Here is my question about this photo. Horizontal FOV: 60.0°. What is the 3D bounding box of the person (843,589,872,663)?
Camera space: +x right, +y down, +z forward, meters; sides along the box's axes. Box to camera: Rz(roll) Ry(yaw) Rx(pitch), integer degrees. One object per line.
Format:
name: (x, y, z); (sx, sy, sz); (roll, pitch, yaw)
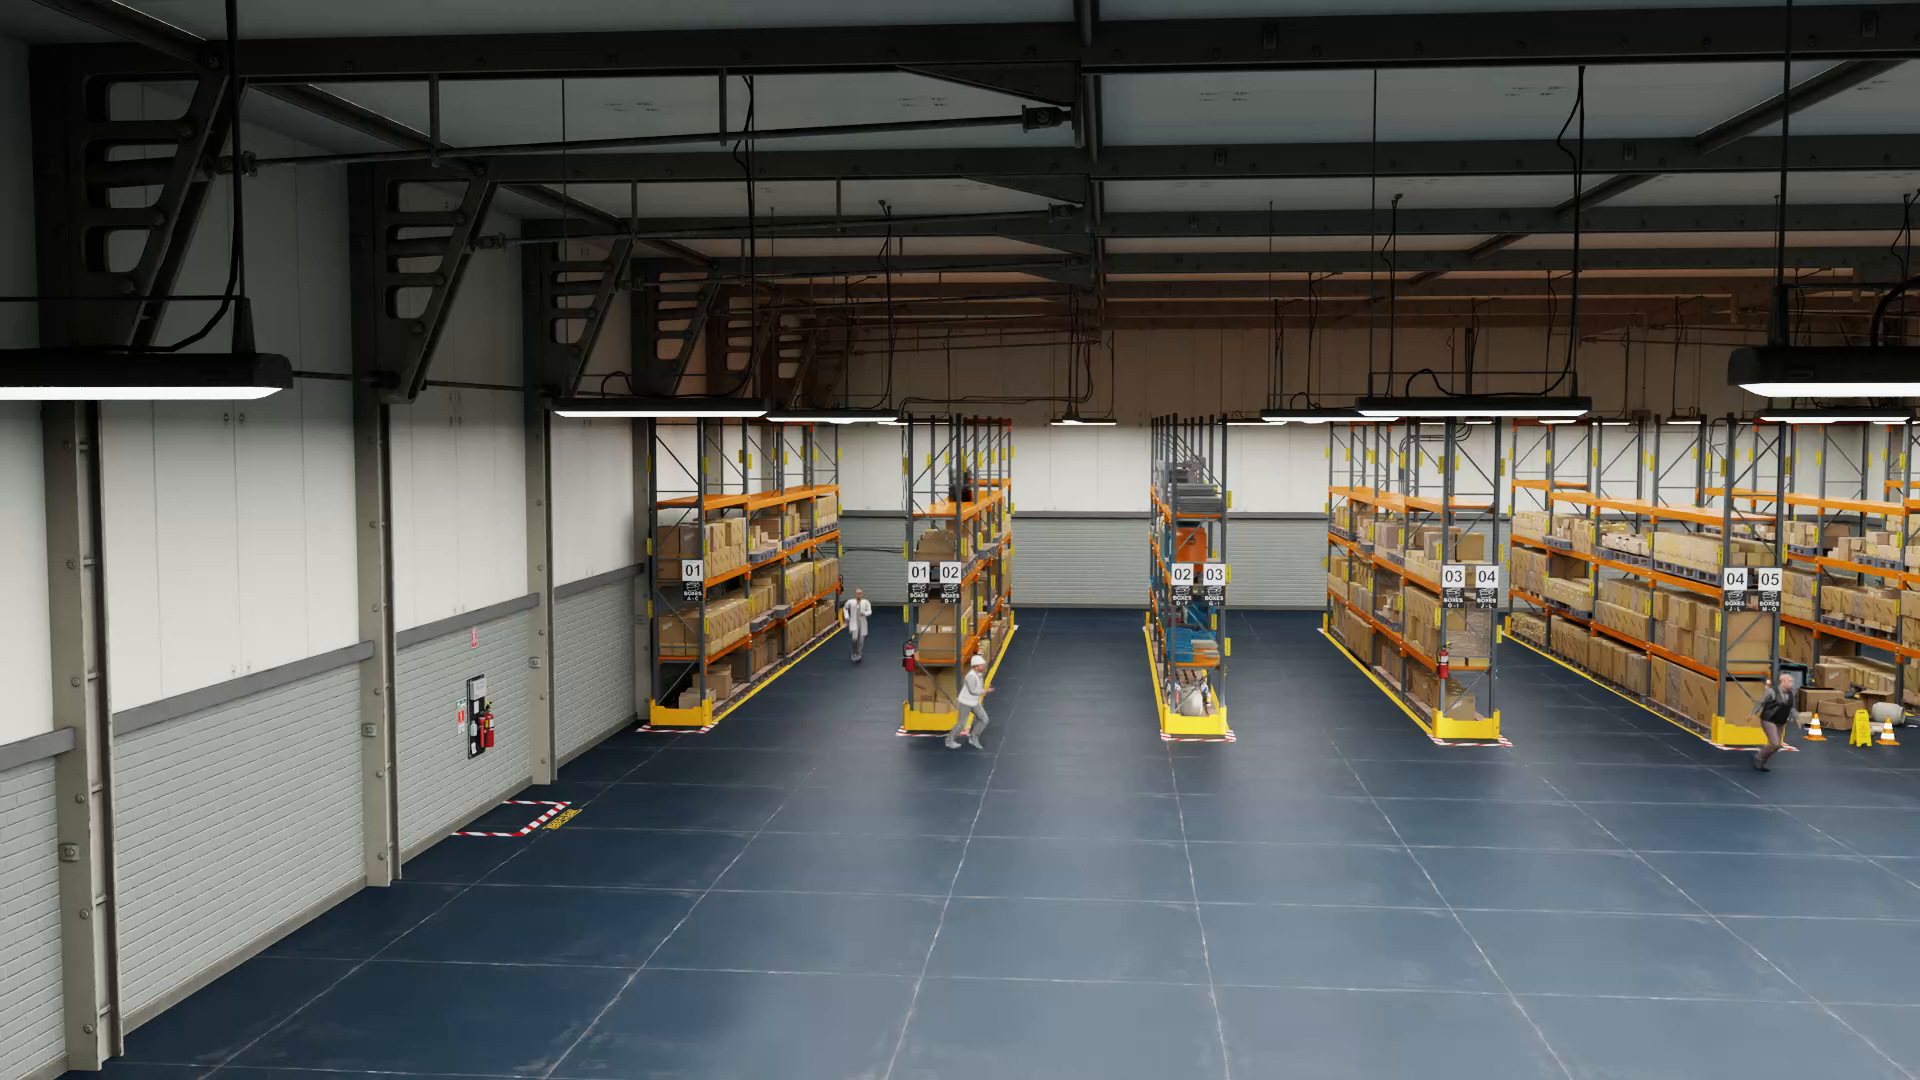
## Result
person: (-2.499, 2.100, 40.727); (0.681, 1.789, 0.759); (-1, 4, -9)

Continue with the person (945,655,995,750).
person: (0.189, 2.888, 29.487); (0.957, 1.716, 0.645); (2, 4, 24)

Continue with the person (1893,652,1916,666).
person: (21.818, 2.327, 38.308); (0.561, 1.640, 0.954); (0, 4, 0)

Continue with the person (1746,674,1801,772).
person: (13.509, 3.031, 27.547); (0.640, 1.662, 0.716); (-2, 4, -22)
